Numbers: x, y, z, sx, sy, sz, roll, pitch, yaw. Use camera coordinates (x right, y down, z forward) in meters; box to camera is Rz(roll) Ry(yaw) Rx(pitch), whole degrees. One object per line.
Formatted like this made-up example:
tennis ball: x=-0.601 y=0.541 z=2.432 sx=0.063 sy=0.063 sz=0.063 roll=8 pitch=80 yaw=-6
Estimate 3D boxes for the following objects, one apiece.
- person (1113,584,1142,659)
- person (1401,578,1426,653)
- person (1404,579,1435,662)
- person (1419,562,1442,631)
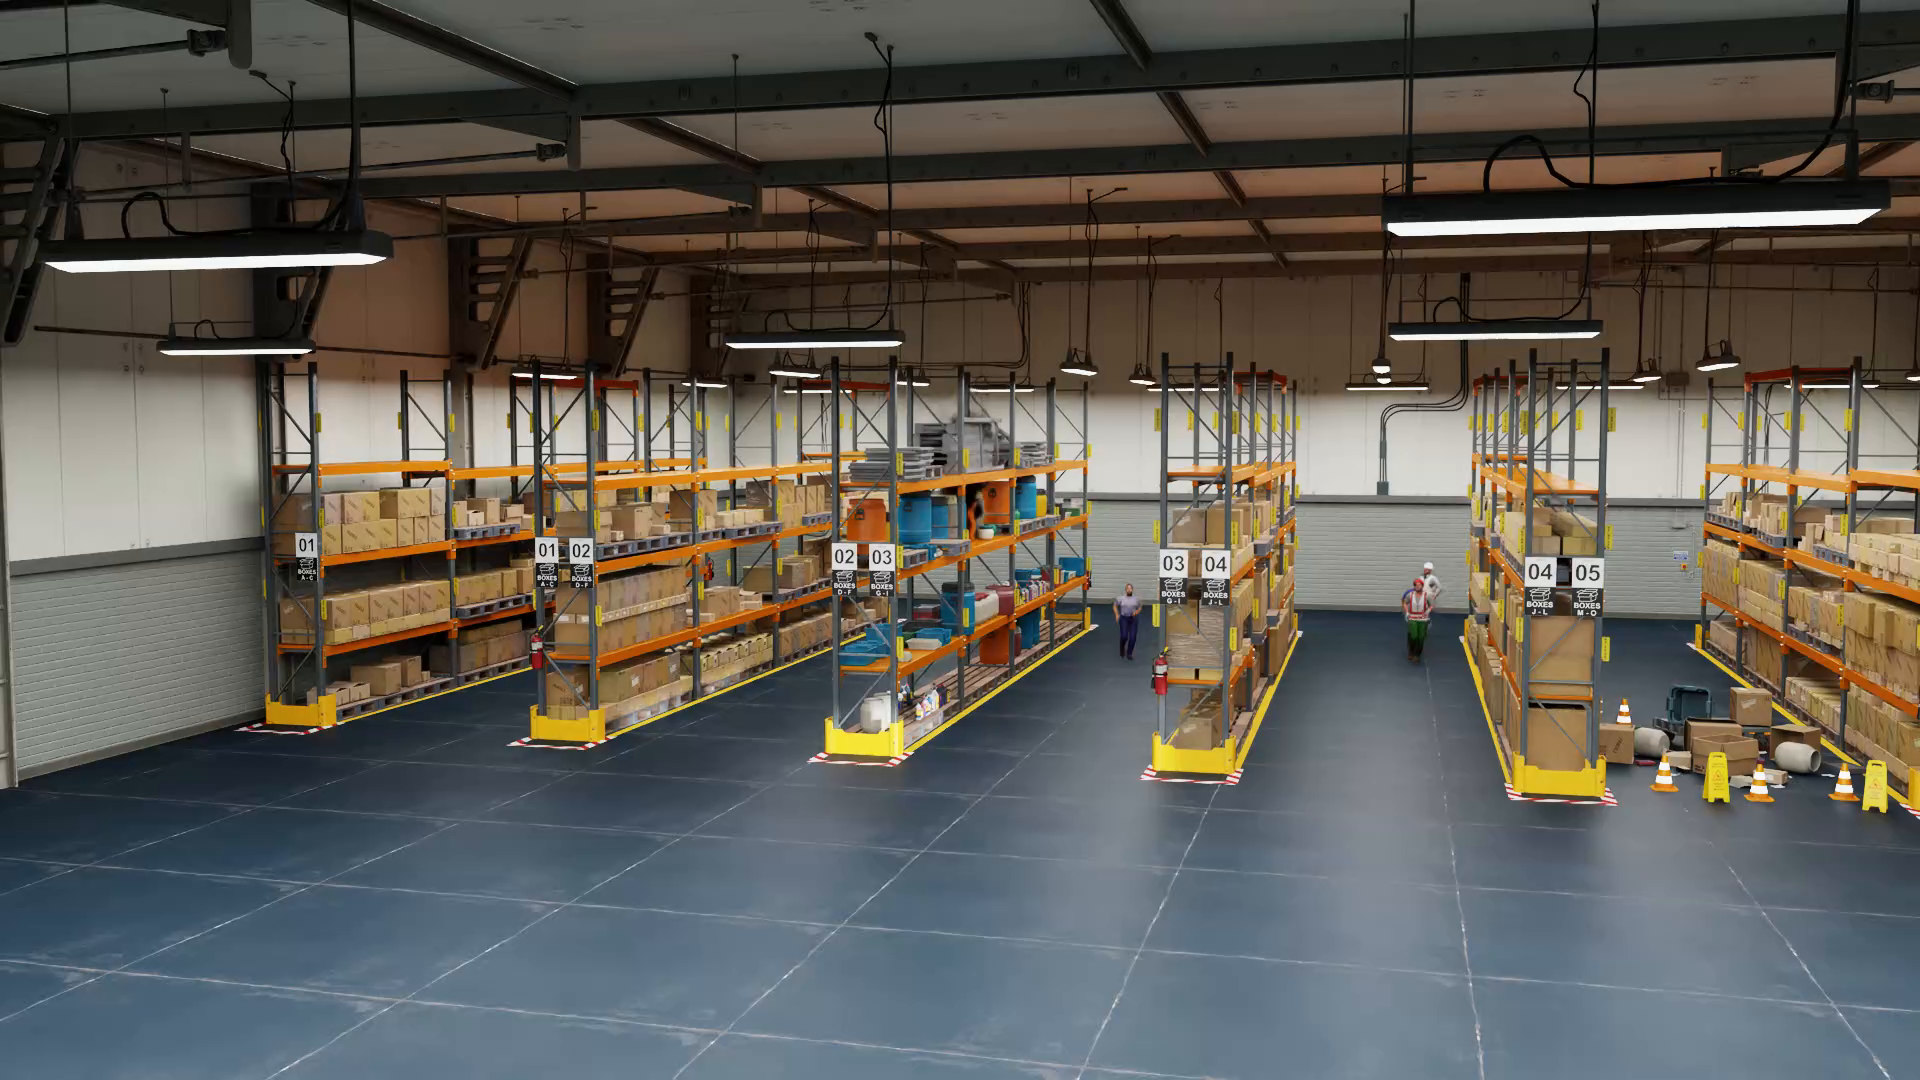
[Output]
person: x=3.552 y=1.728 z=35.054 sx=0.593 sy=1.606 sz=0.574 roll=0 pitch=4 yaw=-3
person: x=9.866 y=1.646 z=36.049 sx=0.545 sy=1.647 sz=0.670 roll=1 pitch=4 yaw=8
person: x=9.547 y=1.684 z=34.599 sx=0.631 sy=1.748 sz=0.612 roll=1 pitch=4 yaw=16
person: x=10.930 y=1.389 z=38.942 sx=0.856 sy=1.746 sz=0.730 roll=-2 pitch=5 yaw=-27
